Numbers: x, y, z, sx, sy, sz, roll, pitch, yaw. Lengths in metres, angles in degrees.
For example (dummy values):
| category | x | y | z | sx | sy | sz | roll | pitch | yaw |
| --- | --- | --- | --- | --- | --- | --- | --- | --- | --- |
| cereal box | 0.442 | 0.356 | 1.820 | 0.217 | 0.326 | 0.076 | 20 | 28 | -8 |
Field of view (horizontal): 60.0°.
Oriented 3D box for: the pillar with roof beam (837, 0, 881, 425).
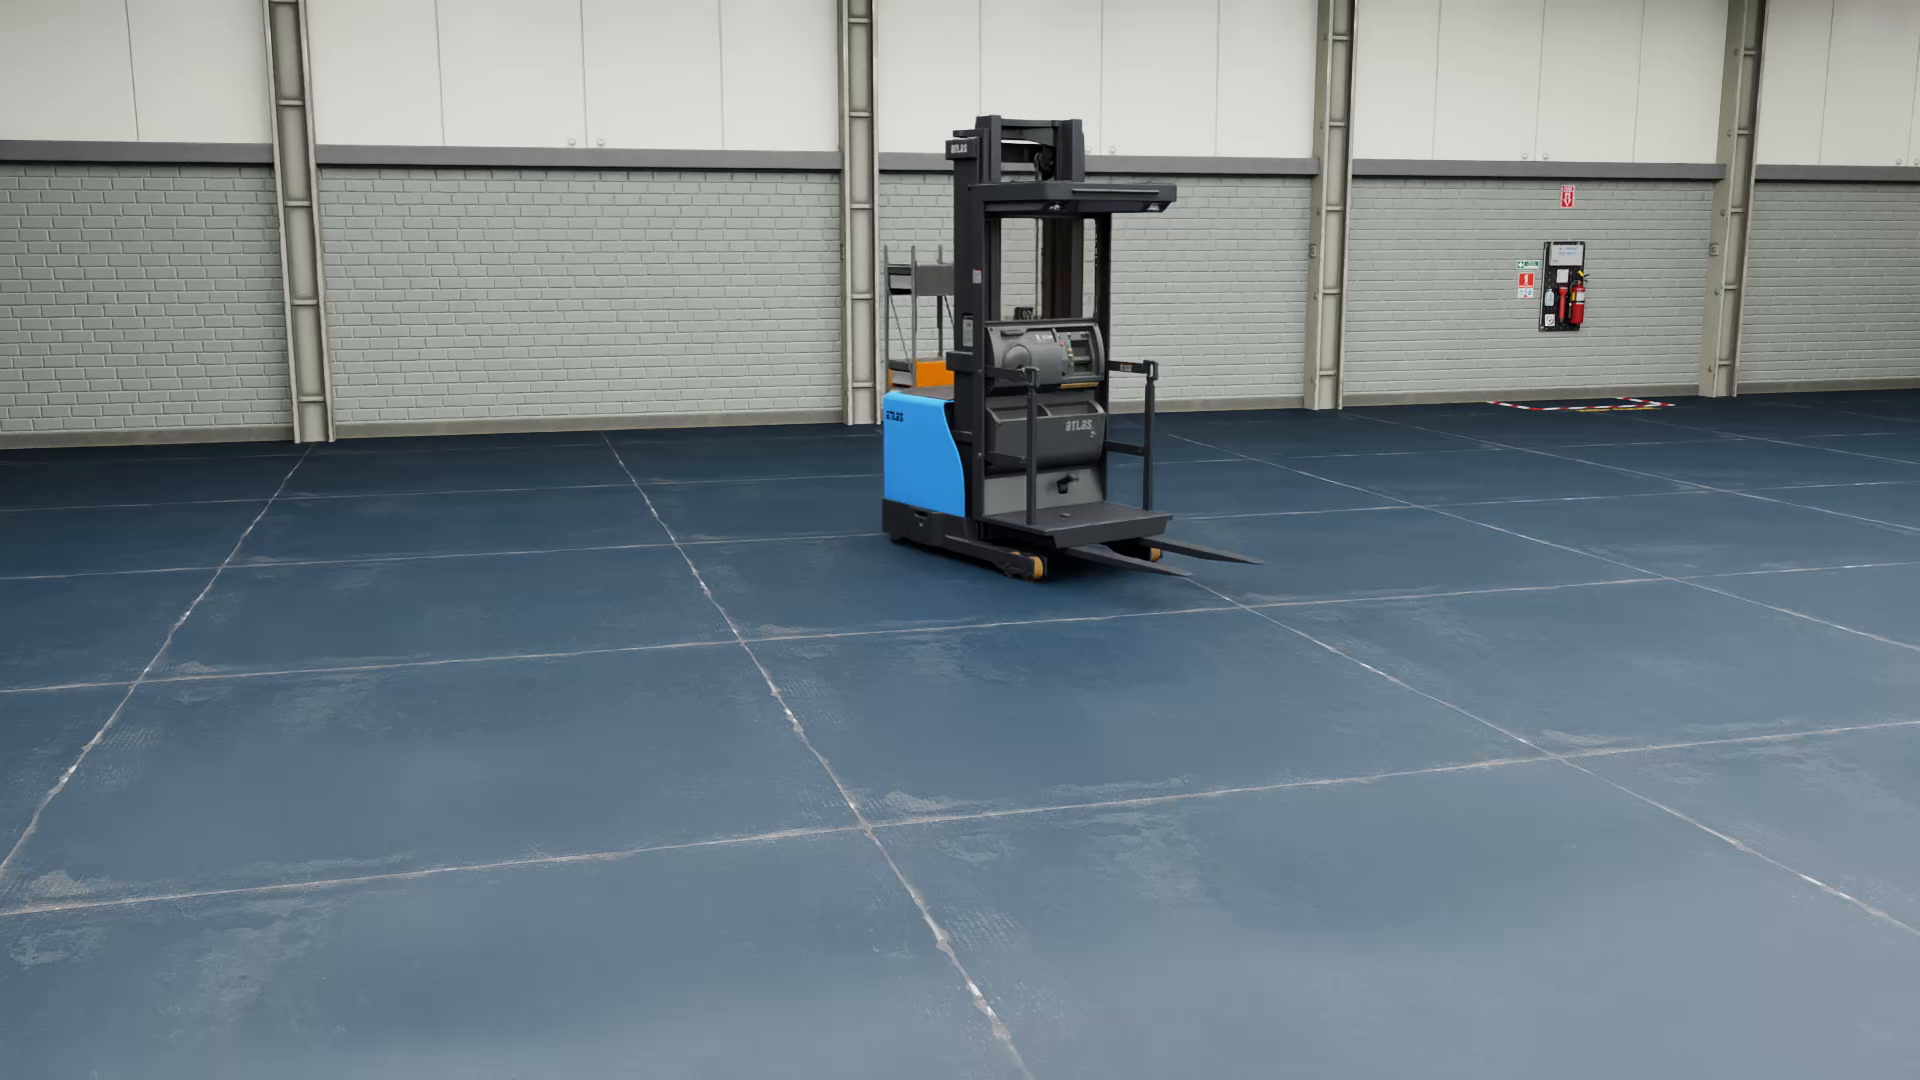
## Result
| category | x | y | z | sx | sy | sz | roll | pitch | yaw |
| --- | --- | --- | --- | --- | --- | --- | --- | --- | --- |
| pillar with roof beam | 0.050 | -5.047 | 14.609 | 0.400 | 9.000 | 9.100 | -3 | 11 | -16 |

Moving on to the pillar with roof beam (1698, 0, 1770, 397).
| category | x | y | z | sx | sy | sz | roll | pitch | yaw |
| --- | --- | --- | --- | --- | --- | --- | --- | --- | --- |
| pillar with roof beam | 11.572 | -5.655 | 17.907 | 0.400 | 9.000 | 9.100 | -3 | 11 | -16 |

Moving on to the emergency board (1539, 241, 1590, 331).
| category | x | y | z | sx | sy | sz | roll | pitch | yaw |
| --- | --- | --- | --- | --- | --- | --- | --- | --- | --- |
| emergency board | 7.985 | -3.334 | 21.872 | 0.643 | 1.169 | 0.194 | -3 | 11 | -16 |

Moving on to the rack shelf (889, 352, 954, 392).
| category | x | y | z | sx | sy | sz | roll | pitch | yaw |
| --- | --- | --- | --- | --- | --- | --- | --- | --- | --- |
| rack shelf | -0.241 | -1.123 | 12.421 | 0.480 | 0.518 | 0.431 | -7 | 13 | -35 |

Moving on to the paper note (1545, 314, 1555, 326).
| category | x | y | z | sx | sy | sz | roll | pitch | yaw |
| --- | --- | --- | --- | --- | --- | --- | --- | --- | --- |
| paper note | 7.796 | -2.904 | 21.968 | 0.142 | 0.148 | 0.016 | -3 | 11 | -16 |

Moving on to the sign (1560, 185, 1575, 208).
| category | x | y | z | sx | sy | sz | roll | pitch | yaw |
| --- | --- | --- | --- | --- | --- | --- | --- | --- | --- |
| sign | 7.949 | -4.491 | 21.754 | 0.199 | 0.298 | 0.001 | -3 | 11 | -16 |

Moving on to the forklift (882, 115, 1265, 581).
| category | x | y | z | sx | sy | sz | roll | pitch | yaw |
| --- | --- | --- | --- | --- | --- | --- | --- | --- | --- |
| forklift | 0.701 | -1.275 | 10.877 | 1.130 | 2.935 | 3.031 | -7 | 13 | -35 |

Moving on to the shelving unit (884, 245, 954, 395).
| category | x | y | z | sx | sy | sz | roll | pitch | yaw |
| --- | --- | --- | --- | --- | --- | --- | --- | --- | --- |
| shelving unit | -0.241 | -1.136 | 12.419 | 0.503 | 2.100 | 0.431 | -7 | 13 | -35 |

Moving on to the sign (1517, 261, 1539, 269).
| category | x | y | z | sx | sy | sz | roll | pitch | yaw |
| --- | --- | --- | --- | --- | --- | --- | --- | --- | --- |
| sign | 7.432 | -3.601 | 21.759 | 0.331 | 0.109 | 0.001 | -3 | 11 | -16 |

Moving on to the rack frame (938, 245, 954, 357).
| category | x | y | z | sx | sy | sz | roll | pitch | yaw |
| --- | --- | --- | --- | --- | --- | --- | --- | --- | --- |
| rack frame | -0.042 | -1.162 | 12.558 | 0.015 | 2.100 | 0.400 | -7 | 13 | -35 |

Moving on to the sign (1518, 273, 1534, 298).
| category | x | y | z | sx | sy | sz | roll | pitch | yaw |
| --- | --- | --- | --- | --- | --- | --- | --- | --- | --- |
| sign | 7.425 | -3.342 | 21.814 | 0.234 | 0.329 | 0.001 | -3 | 11 | -16 |

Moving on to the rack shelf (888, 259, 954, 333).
| category | x | y | z | sx | sy | sz | roll | pitch | yaw |
| --- | --- | --- | --- | --- | --- | --- | --- | --- | --- |
| rack shelf | -0.241 | -1.811 | 12.294 | 0.480 | 0.518 | 0.431 | -7 | 13 | -35 |

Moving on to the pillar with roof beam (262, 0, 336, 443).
| category | x | y | z | sx | sy | sz | roll | pitch | yaw |
| --- | --- | --- | --- | --- | --- | --- | --- | --- | --- |
| pillar with roof beam | -5.711 | -4.744 | 12.959 | 0.400 | 9.000 | 9.100 | -3 | 11 | -16 |

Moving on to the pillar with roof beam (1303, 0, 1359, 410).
| category | x | y | z | sx | sy | sz | roll | pitch | yaw |
| --- | --- | --- | --- | --- | --- | --- | --- | --- | --- |
| pillar with roof beam | 5.811 | -5.351 | 16.258 | 0.400 | 9.000 | 9.100 | -3 | 11 | -16 |

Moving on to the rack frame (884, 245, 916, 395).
| category | x | y | z | sx | sy | sz | roll | pitch | yaw |
| --- | --- | --- | --- | --- | --- | --- | --- | --- | --- |
| rack frame | -0.440 | -1.111 | 12.280 | 0.015 | 2.100 | 0.400 | -7 | 13 | -35 |
